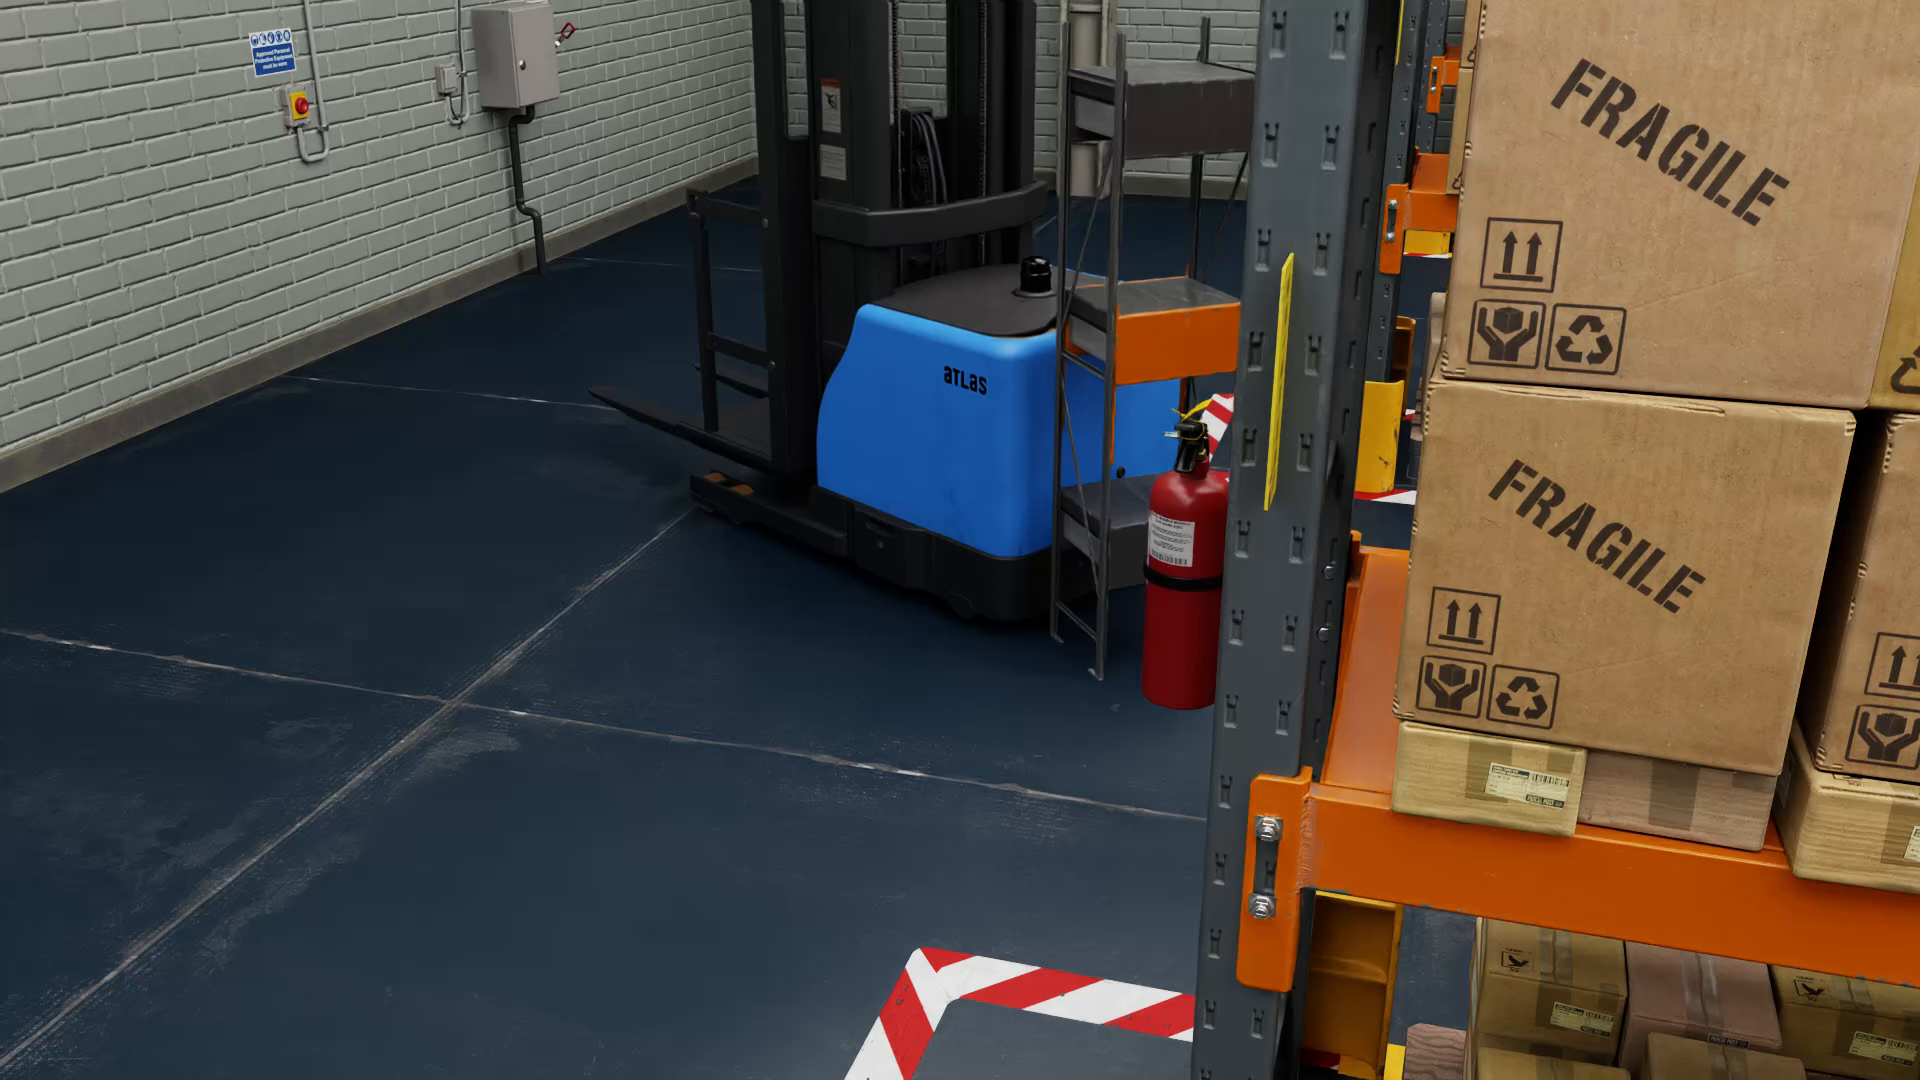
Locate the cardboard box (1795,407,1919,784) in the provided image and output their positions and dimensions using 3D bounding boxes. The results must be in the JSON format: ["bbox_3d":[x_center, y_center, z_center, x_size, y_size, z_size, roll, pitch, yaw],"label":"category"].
[{"bbox_3d":[1.444,0.013,2.262,0.500,0.500,0.500,7,23,16],"label":"cardboard box"}]

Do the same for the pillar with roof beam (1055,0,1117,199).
[{"bbox_3d":[-0.227,-5.450,8.198,0.400,9.000,9.100,7,23,16],"label":"pillar with roof beam"}]

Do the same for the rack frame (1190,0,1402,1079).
[{"bbox_3d":[0.574,-0.002,2.822,0.127,3.000,1.000,7,23,16],"label":"rack frame"}]

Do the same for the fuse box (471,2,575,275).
[{"bbox_3d":[-2.751,-2.572,10.786,0.414,1.711,0.539,7,23,16],"label":"fuse box"}]

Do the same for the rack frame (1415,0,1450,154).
[{"bbox_3d":[3.338,-3.615,11.631,0.127,3.000,1.000,7,23,16],"label":"rack frame"}]

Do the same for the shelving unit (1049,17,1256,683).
[{"bbox_3d":[0.627,-0.597,5.458,0.503,2.100,0.431,-9,24,-20],"label":"shelving unit"}]

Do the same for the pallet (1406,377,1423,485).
[{"bbox_3d":[2.696,-0.462,7.619,1.213,0.211,1.003,7,23,16],"label":"pallet"}]

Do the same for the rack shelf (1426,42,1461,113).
[{"bbox_3d":[5.253,-3.063,11.233,4.000,0.370,1.077,7,23,16],"label":"rack shelf"}]

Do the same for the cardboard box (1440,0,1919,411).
[{"bbox_3d":[0.928,-0.503,2.202,0.500,0.500,0.500,6,23,15],"label":"cardboard box"}]

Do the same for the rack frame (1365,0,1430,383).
[{"bbox_3d":[1.908,-1.811,7.234,0.127,3.000,1.000,7,23,16],"label":"rack frame"}]

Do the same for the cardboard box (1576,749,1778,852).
[{"bbox_3d":[1.046,0.282,2.462,0.250,0.149,0.380,7,23,17],"label":"cardboard box"}]

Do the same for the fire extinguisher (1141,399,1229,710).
[{"bbox_3d":[0.467,0.011,3.384,0.183,0.674,0.296,7,23,16],"label":"fire extinguisher"}]

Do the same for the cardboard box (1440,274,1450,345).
[{"bbox_3d":[1.079,-0.230,2.855,0.500,0.500,0.500,7,23,17],"label":"cardboard box"}]

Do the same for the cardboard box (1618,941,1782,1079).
[{"bbox_3d":[1.378,0.862,3.136,0.250,0.149,0.380,7,23,17],"label":"cardboard box"}]

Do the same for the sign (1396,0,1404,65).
[{"bbox_3d":[1.742,-2.048,6.564,0.005,0.325,0.100,7,23,16],"label":"sign"}]

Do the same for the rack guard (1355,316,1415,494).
[{"bbox_3d":[1.885,-0.658,7.714,0.348,0.500,1.175,7,23,16],"label":"rack guard"}]

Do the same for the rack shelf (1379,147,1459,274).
[{"bbox_3d":[3.822,-1.259,6.836,4.000,0.370,1.077,7,23,16],"label":"rack shelf"}]

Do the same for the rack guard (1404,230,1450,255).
[{"bbox_3d":[3.411,-2.451,12.085,0.348,0.500,1.175,7,23,16],"label":"rack guard"}]

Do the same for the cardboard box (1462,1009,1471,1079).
[{"bbox_3d":[1.139,1.105,3.328,0.250,0.149,0.380,7,23,16],"label":"cardboard box"}]

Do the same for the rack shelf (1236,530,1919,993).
[{"bbox_3d":[2.489,0.550,2.424,4.000,0.370,1.077,7,23,16],"label":"rack shelf"}]

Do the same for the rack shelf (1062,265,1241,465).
[{"bbox_3d":[0.627,-0.584,5.464,0.480,0.518,0.431,-9,24,-20],"label":"rack shelf"}]

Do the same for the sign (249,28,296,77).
[{"bbox_3d":[-3.570,-2.535,8.642,0.001,0.218,0.327,7,23,16],"label":"sign"}]

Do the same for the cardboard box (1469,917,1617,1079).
[{"bbox_3d":[1.162,0.939,3.339,0.250,0.149,0.380,6,23,14],"label":"cardboard box"}]

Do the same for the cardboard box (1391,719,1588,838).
[{"bbox_3d":[0.790,0.269,2.493,0.250,0.149,0.380,6,23,15],"label":"cardboard box"}]

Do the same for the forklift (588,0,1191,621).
[{"bbox_3d":[-0.495,-1.538,6.658,1.130,2.935,3.031,-20,29,-40],"label":"forklift"}]

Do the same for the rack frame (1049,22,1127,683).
[{"bbox_3d":[0.401,-0.562,5.374,0.015,2.100,0.400,-9,24,-20],"label":"rack frame"}]

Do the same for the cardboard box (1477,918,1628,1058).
[{"bbox_3d":[1.155,0.813,3.254,0.250,0.149,0.380,7,23,16],"label":"cardboard box"}]

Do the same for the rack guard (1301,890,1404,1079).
[{"bbox_3d":[0.647,1.163,3.276,0.348,0.500,1.175,7,23,16],"label":"rack guard"}]

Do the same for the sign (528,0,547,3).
[{"bbox_3d":[-2.807,-3.327,11.052,0.001,0.494,0.329,7,23,16],"label":"sign"}]

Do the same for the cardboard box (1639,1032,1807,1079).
[{"bbox_3d":[1.277,1.015,2.763,0.250,0.149,0.380,7,23,16],"label":"cardboard box"}]

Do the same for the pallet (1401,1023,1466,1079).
[{"bbox_3d":[1.415,1.398,3.083,1.213,0.211,1.003,7,23,16],"label":"pallet"}]

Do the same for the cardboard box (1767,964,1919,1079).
[{"bbox_3d":[1.663,0.844,3.179,0.250,0.149,0.380,6,23,14],"label":"cardboard box"}]

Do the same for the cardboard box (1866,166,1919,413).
[{"bbox_3d":[1.413,-0.450,2.073,0.500,0.500,0.500,7,23,17],"label":"cardboard box"}]

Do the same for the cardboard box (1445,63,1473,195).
[{"bbox_3d":[2.284,-1.701,6.832,0.500,0.500,0.500,6,23,15],"label":"cardboard box"}]

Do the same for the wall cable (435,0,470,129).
[{"bbox_3d":[-3.099,-3.408,9.786,0.122,1.984,0.588,7,23,16],"label":"wall cable"}]

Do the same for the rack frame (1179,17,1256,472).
[{"bbox_3d":[0.853,-0.632,5.543,0.015,2.100,0.400,-9,24,-20],"label":"rack frame"}]

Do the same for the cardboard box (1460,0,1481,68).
[{"bbox_3d":[2.285,-2.164,6.644,0.500,0.500,0.500,6,23,14],"label":"cardboard box"}]

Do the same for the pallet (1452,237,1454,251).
[{"bbox_3d":[4.174,-2.230,11.928,1.213,0.211,1.003,7,23,16],"label":"pallet"}]

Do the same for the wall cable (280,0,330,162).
[{"bbox_3d":[-3.498,-2.906,8.521,0.123,1.953,0.585,7,23,16],"label":"wall cable"}]

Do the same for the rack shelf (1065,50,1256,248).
[{"bbox_3d":[0.627,-1.232,5.198,0.480,0.518,0.431,-9,24,-20],"label":"rack shelf"}]

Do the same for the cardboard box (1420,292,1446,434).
[{"bbox_3d":[2.568,-0.784,7.552,0.875,0.438,0.875,6,23,14],"label":"cardboard box"}]

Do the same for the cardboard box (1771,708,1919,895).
[{"bbox_3d":[1.288,0.331,2.342,0.250,0.149,0.380,6,23,14],"label":"cardboard box"}]

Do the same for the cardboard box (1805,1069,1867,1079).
[{"bbox_3d":[1.660,0.996,3.201,0.250,0.149,0.380,6,23,13],"label":"cardboard box"}]

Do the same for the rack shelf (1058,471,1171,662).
[{"bbox_3d":[0.627,0.063,5.729,0.480,0.518,0.431,-9,24,-20],"label":"rack shelf"}]

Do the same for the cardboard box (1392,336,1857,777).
[{"bbox_3d":[0.924,-0.036,2.382,0.500,0.500,0.500,8,24,18],"label":"cardboard box"}]

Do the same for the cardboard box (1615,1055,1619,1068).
[{"bbox_3d":[1.397,0.988,3.221,0.250,0.149,0.380,6,23,14],"label":"cardboard box"}]

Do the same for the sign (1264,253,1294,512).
[{"bbox_3d":[0.418,-0.205,2.177,0.005,0.325,0.100,7,23,16],"label":"sign"}]

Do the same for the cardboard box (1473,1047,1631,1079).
[{"bbox_3d":[0.978,1.028,2.730,0.250,0.149,0.380,5,23,13],"label":"cardboard box"}]
